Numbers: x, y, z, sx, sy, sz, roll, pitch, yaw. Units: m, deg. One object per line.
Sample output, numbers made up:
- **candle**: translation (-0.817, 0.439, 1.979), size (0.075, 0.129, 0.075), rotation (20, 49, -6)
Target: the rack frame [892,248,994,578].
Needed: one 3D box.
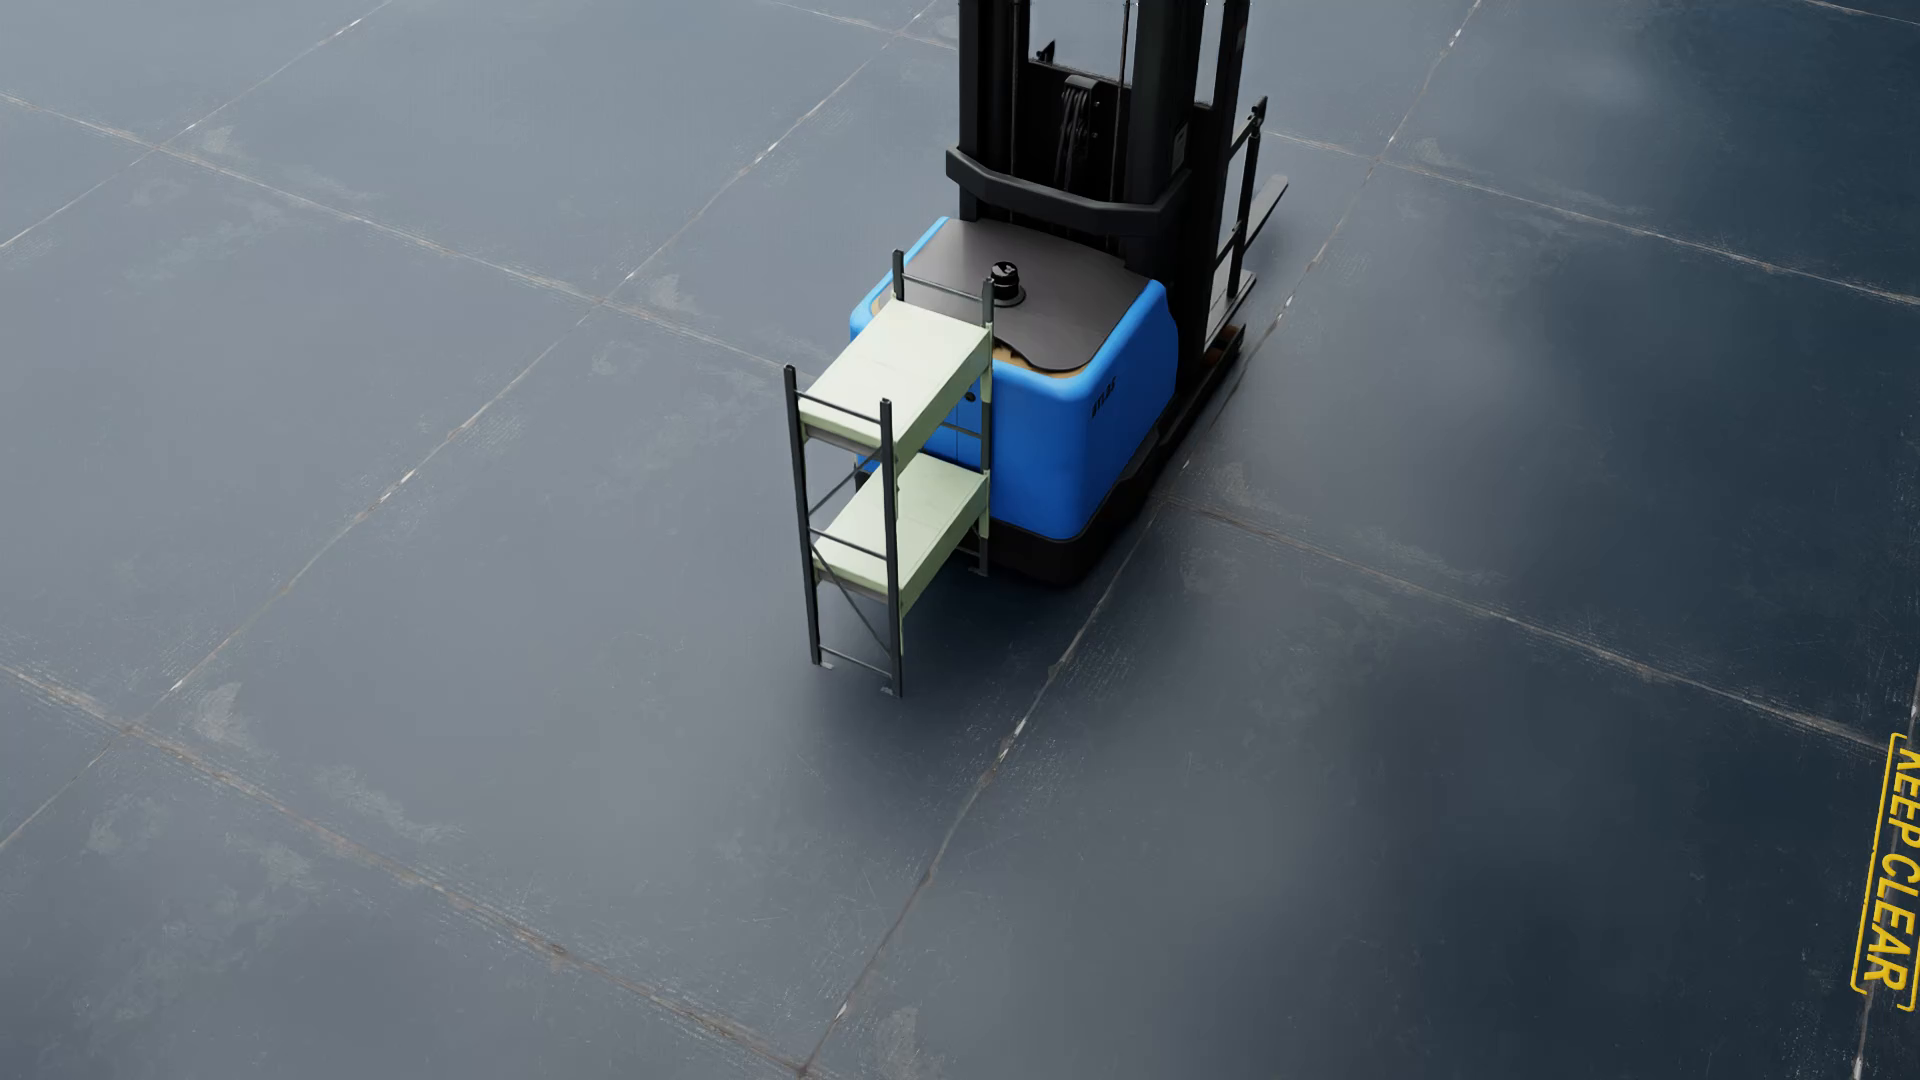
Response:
- **rack frame**: translation (-0.061, -0.444, 6.415), size (0.400, 1.500, 0.023), rotation (21, 49, 19)

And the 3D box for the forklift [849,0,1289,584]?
- **forklift**: translation (0.690, -1.902, 6.848), size (1.130, 2.935, 3.031), rotation (21, 49, 19)

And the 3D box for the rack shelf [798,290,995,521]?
- **rack shelf**: translation (-0.232, -0.488, 5.909), size (0.431, 0.370, 0.720), rotation (21, 49, 19)

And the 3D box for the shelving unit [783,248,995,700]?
- **shelving unit**: translation (-0.232, -0.214, 6.187), size (0.431, 1.500, 0.755), rotation (21, 49, 19)

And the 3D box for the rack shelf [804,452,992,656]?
- **rack shelf**: translation (-0.232, 0.015, 6.419), size (0.431, 0.370, 0.720), rotation (21, 49, 19)

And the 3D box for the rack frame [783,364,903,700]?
- **rack frame**: translation (-0.403, 0.016, 5.959), size (0.400, 1.500, 0.023), rotation (21, 49, 19)
